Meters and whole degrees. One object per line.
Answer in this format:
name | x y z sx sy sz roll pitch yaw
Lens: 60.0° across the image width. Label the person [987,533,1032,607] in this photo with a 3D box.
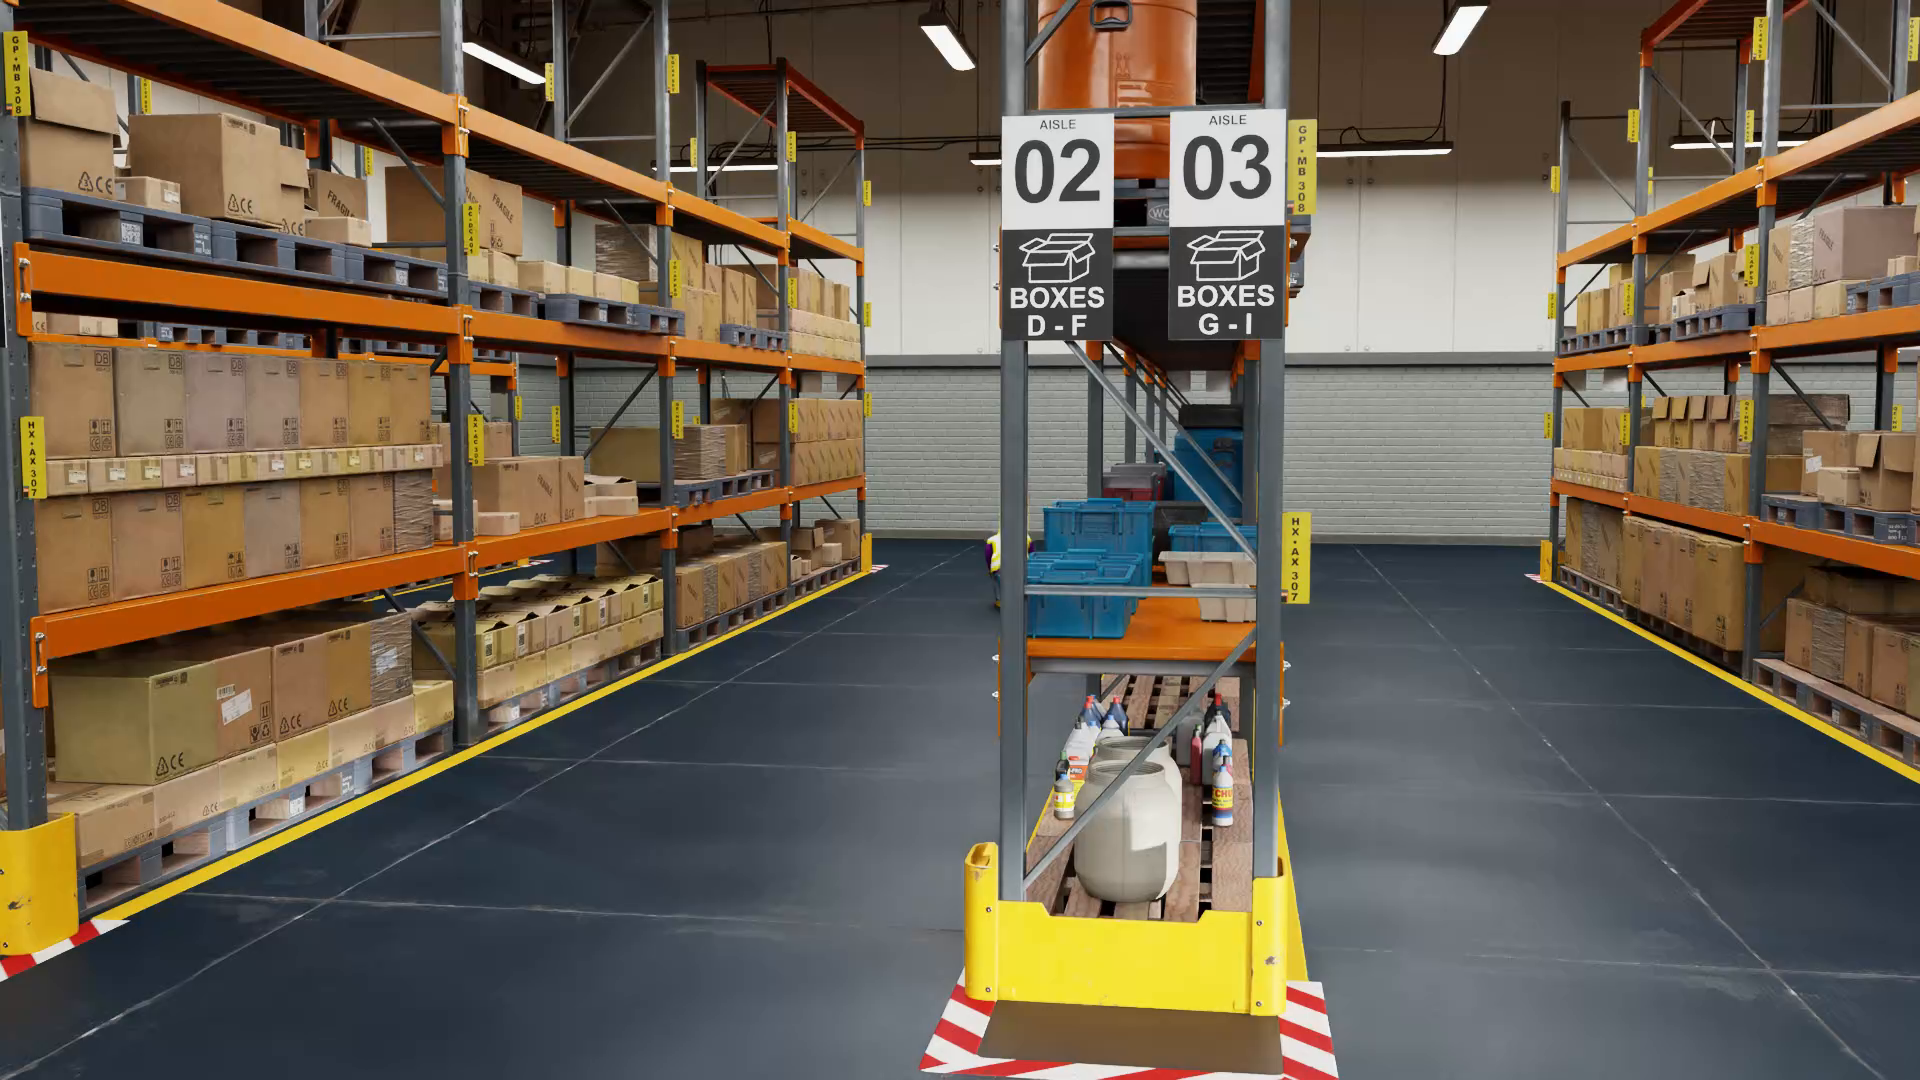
person | 12.248 -3.858 19.498 23.266 9.010 7.014 1 4 9
